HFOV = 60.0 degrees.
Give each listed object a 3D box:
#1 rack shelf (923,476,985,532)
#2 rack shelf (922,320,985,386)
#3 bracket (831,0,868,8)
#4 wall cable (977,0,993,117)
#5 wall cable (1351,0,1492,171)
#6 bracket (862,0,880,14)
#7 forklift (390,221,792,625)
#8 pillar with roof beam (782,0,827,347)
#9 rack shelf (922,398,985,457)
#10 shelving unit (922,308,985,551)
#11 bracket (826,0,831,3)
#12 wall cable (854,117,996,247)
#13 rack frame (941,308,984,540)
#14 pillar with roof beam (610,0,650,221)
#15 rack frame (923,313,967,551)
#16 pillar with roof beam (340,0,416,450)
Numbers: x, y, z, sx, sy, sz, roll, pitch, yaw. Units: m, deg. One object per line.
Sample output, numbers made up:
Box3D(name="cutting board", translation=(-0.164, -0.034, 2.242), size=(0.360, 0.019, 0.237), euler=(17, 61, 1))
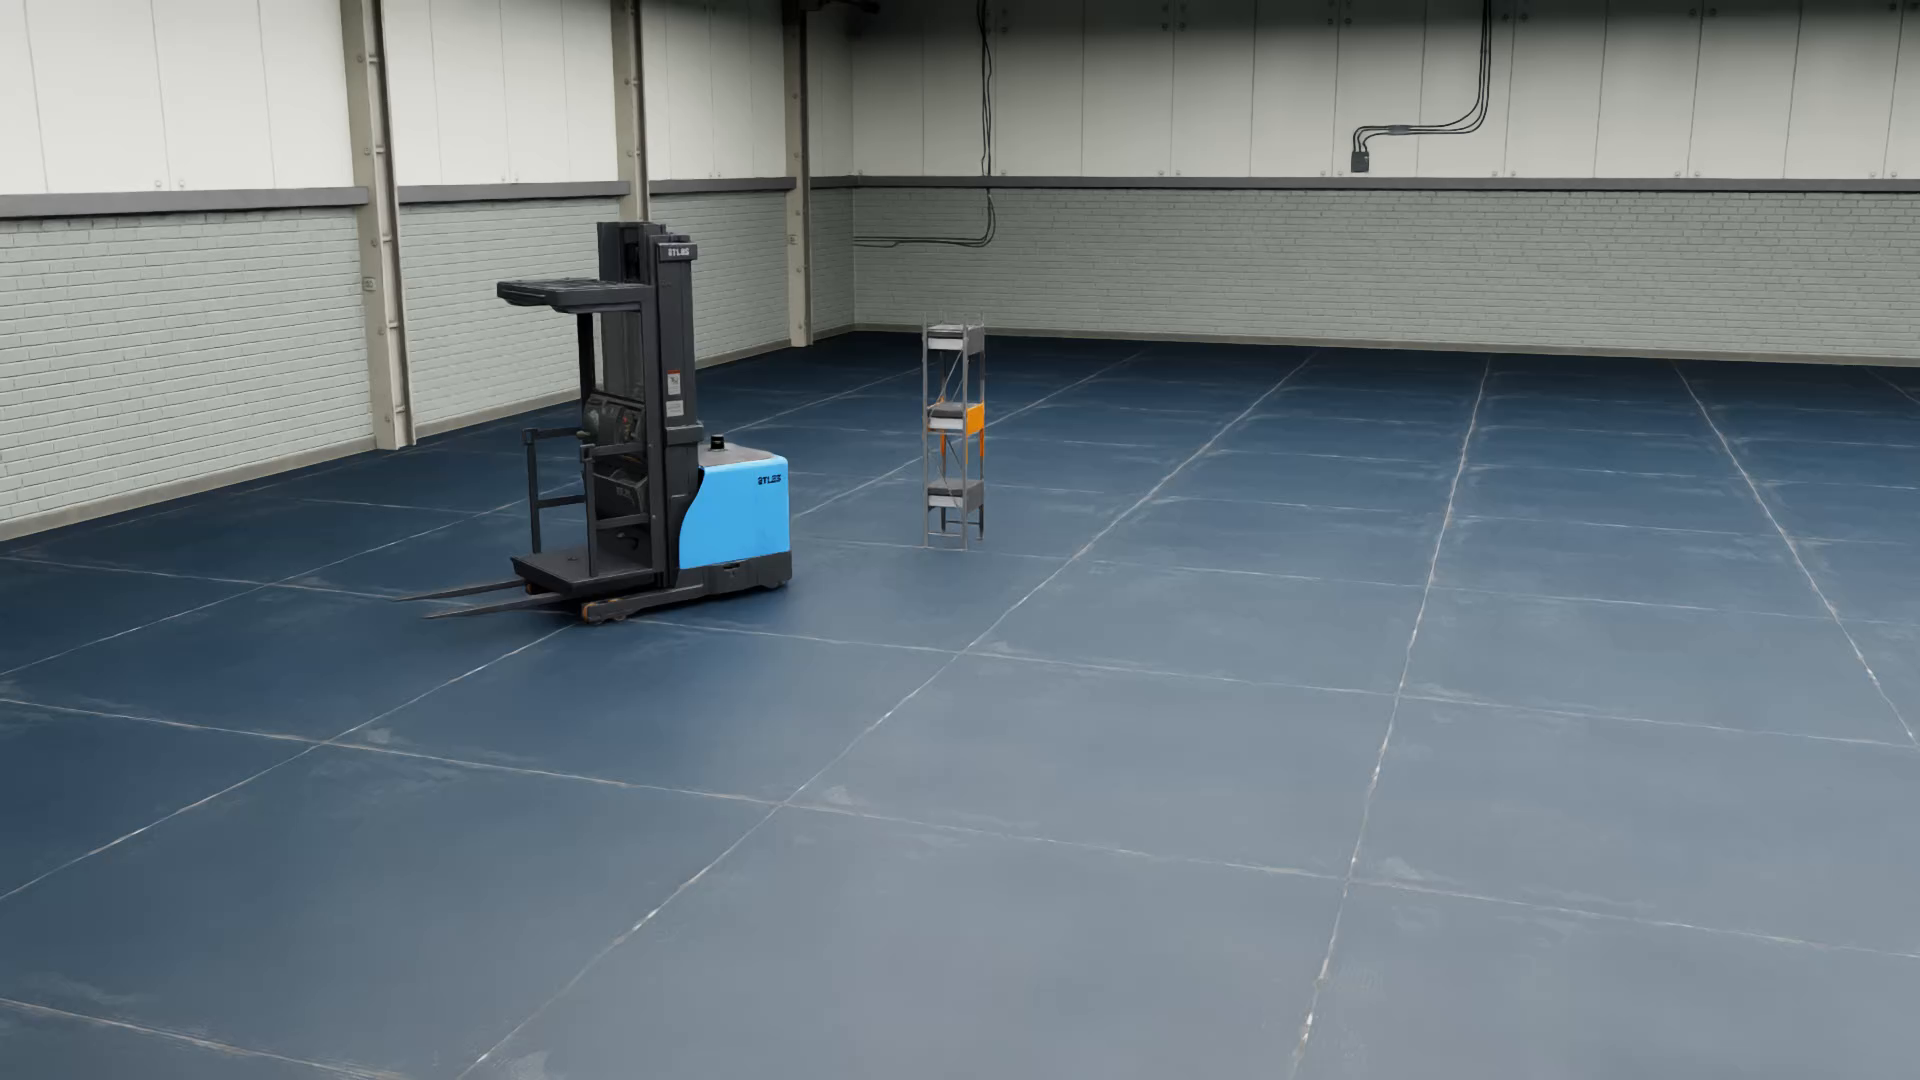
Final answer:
Box3D(name="rack shelf", translation=(-0.054, -0.293, 15.022), size=(0.431, 0.518, 0.480), euler=(4, 14, 18))
Box3D(name="rack shelf", translation=(-0.054, -1.658, 14.711), size=(0.431, 0.518, 0.480), euler=(4, 14, 18))
Box3D(name="bracket", translation=(-1.936, -10.241, 31.806), size=(0.076, 0.066, 3.189), euler=(4, 14, 18))
Box3D(name="wall cable", translation=(1.782, -9.328, 31.525), size=(3.097, 2.526, 0.112), euler=(4, 14, 18))
Box3D(name="wall cable", translation=(8.200, -9.546, 29.207), size=(2.305, 6.003, 0.169), euler=(4, 14, 18))
Box3D(name="bracket", translation=(-1.745, -10.365, 32.351), size=(0.235, 0.232, 0.430), euler=(4, 14, 18))
Box3D(name="forklift", translation=(-2.837, -0.925, 12.715), size=(3.031, 2.935, 1.130), euler=(-10, 16, -37))
Box3D(name="pillar with roof beam", translation=(1.092, -7.740, 28.937), size=(9.100, 9.000, 0.548), euler=(4, 14, 18))
Box3D(name="rack shelf", translation=(-0.054, -0.976, 14.867), size=(0.431, 0.518, 0.480), euler=(4, 14, 18))
Box3D(name="shelving unit", translation=(-0.054, -0.989, 14.864), size=(0.431, 2.100, 0.503), euler=(4, 14, 18))
Box3D(name="bracket", translation=(-2.512, -9.866, 30.165), size=(0.235, 0.232, 0.430), euler=(4, 14, 18))
Box3D(name="wall cable", translation=(-0.777, -7.061, 32.941), size=(3.097, 2.526, 0.112), euler=(4, 14, 18))
Box3D(name="rack frame", translation=(0.025, -1.040, 15.089), size=(0.400, 2.100, 0.015), euler=(4, 14, 18))
Box3D(name="pillar with roof beam", translation=(-0.850, -6.476, 23.402), size=(9.100, 9.000, 0.400), euler=(4, 14, 18))
Box3D(name="rack frame", translation=(-0.133, -0.937, 14.639), size=(0.400, 2.100, 0.015), euler=(4, 14, 18))
Box3D(name="pillar with roof beam", translation=(-2.791, -5.213, 17.867), size=(9.100, 9.000, 0.400), euler=(4, 14, 18))
